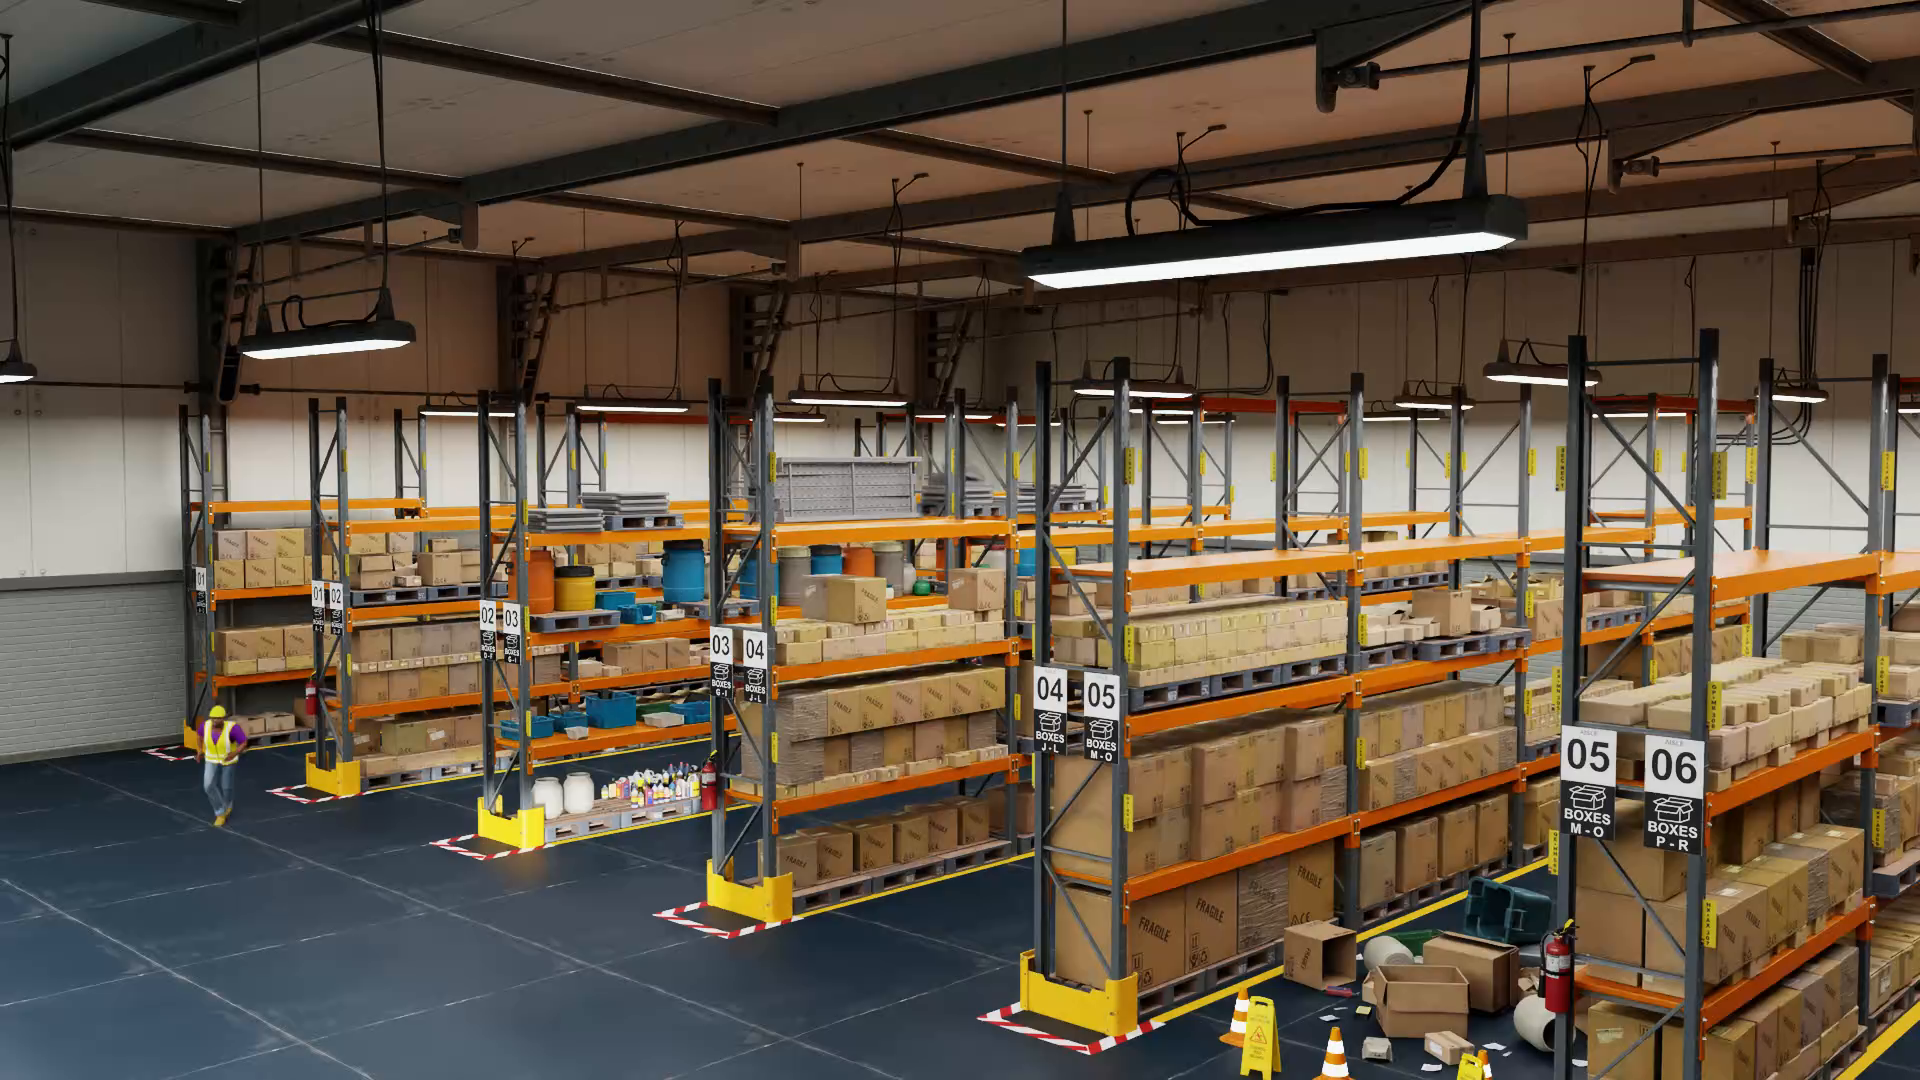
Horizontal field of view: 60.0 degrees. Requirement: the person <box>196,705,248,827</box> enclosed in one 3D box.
[{"bbox_3d":[-10.313,3.123,23.294,0.706,1.706,0.940,-1,3,-11],"label":"person"}]
